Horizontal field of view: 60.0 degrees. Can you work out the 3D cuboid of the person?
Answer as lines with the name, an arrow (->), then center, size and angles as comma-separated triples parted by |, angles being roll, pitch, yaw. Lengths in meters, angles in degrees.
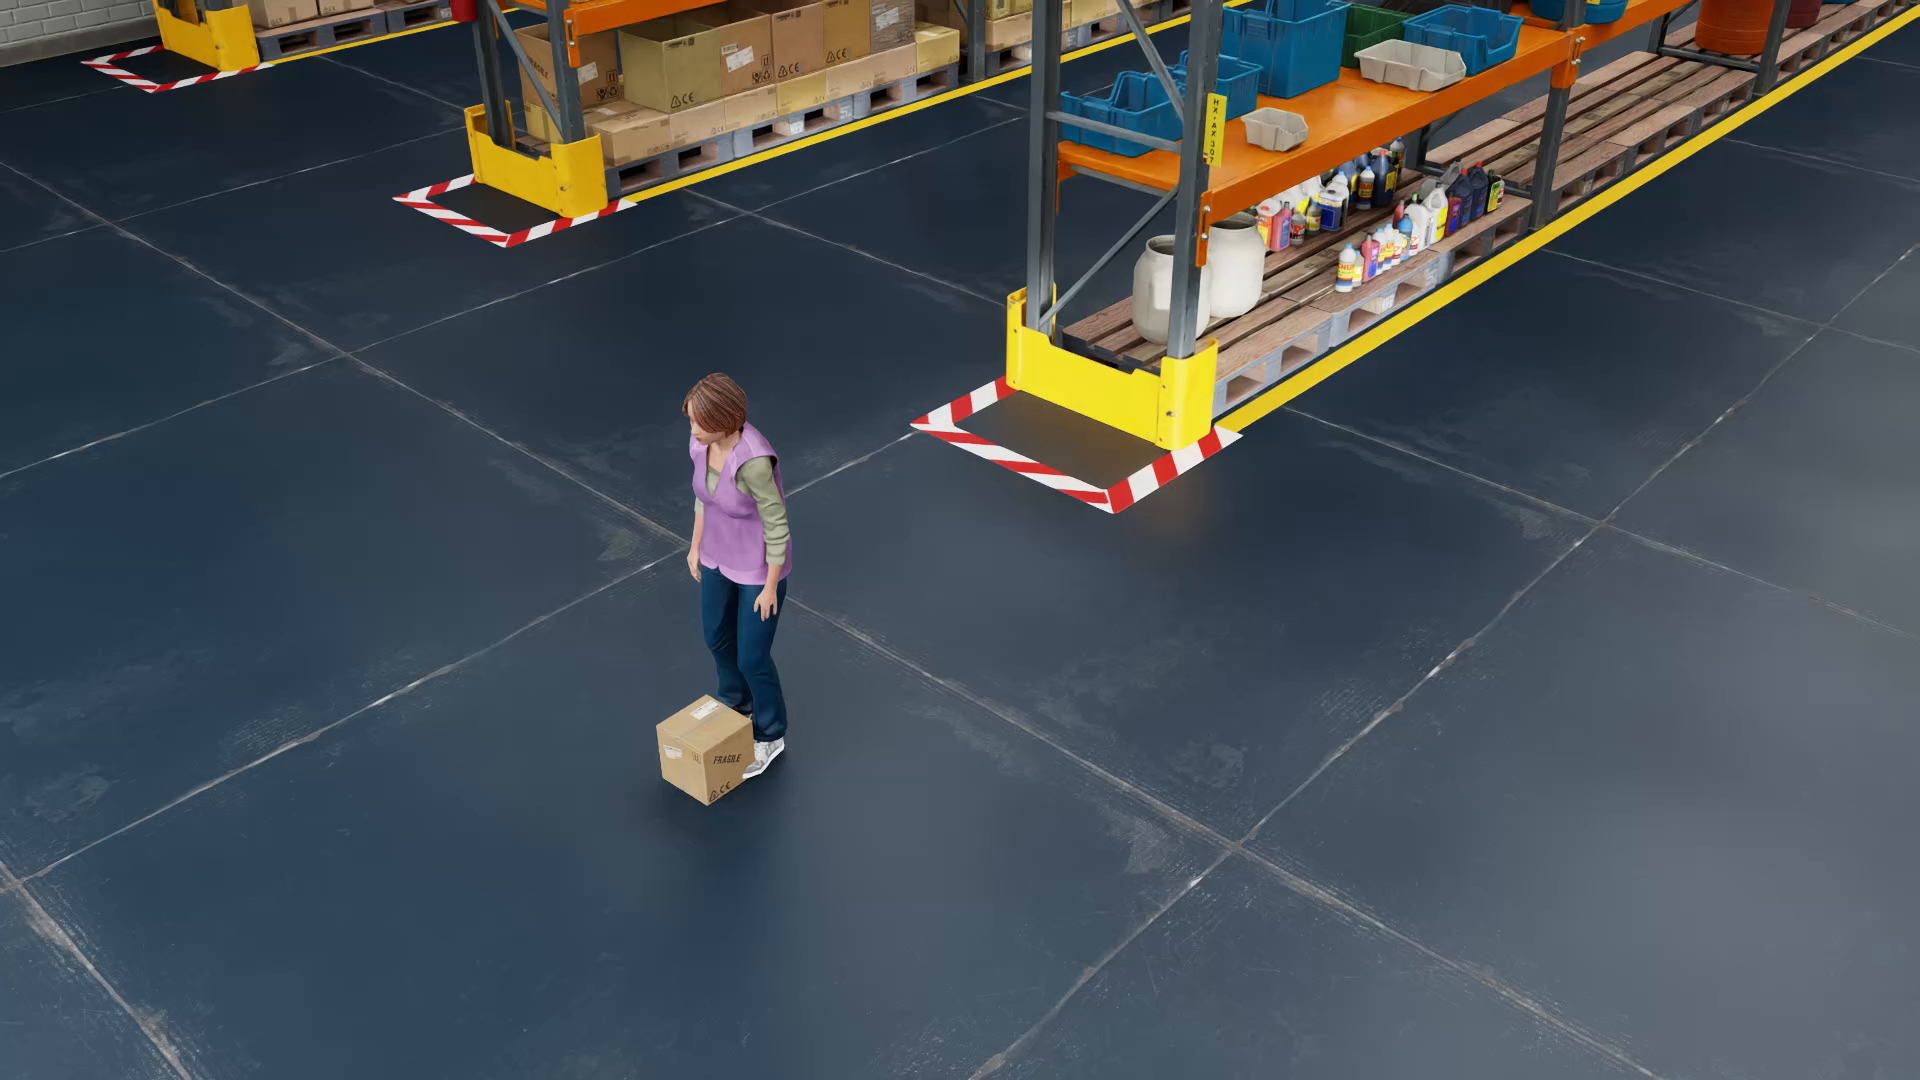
person -> -0.795, 0.114, 5.962 | 0.461, 1.593, 0.365 | 26, 40, 35
